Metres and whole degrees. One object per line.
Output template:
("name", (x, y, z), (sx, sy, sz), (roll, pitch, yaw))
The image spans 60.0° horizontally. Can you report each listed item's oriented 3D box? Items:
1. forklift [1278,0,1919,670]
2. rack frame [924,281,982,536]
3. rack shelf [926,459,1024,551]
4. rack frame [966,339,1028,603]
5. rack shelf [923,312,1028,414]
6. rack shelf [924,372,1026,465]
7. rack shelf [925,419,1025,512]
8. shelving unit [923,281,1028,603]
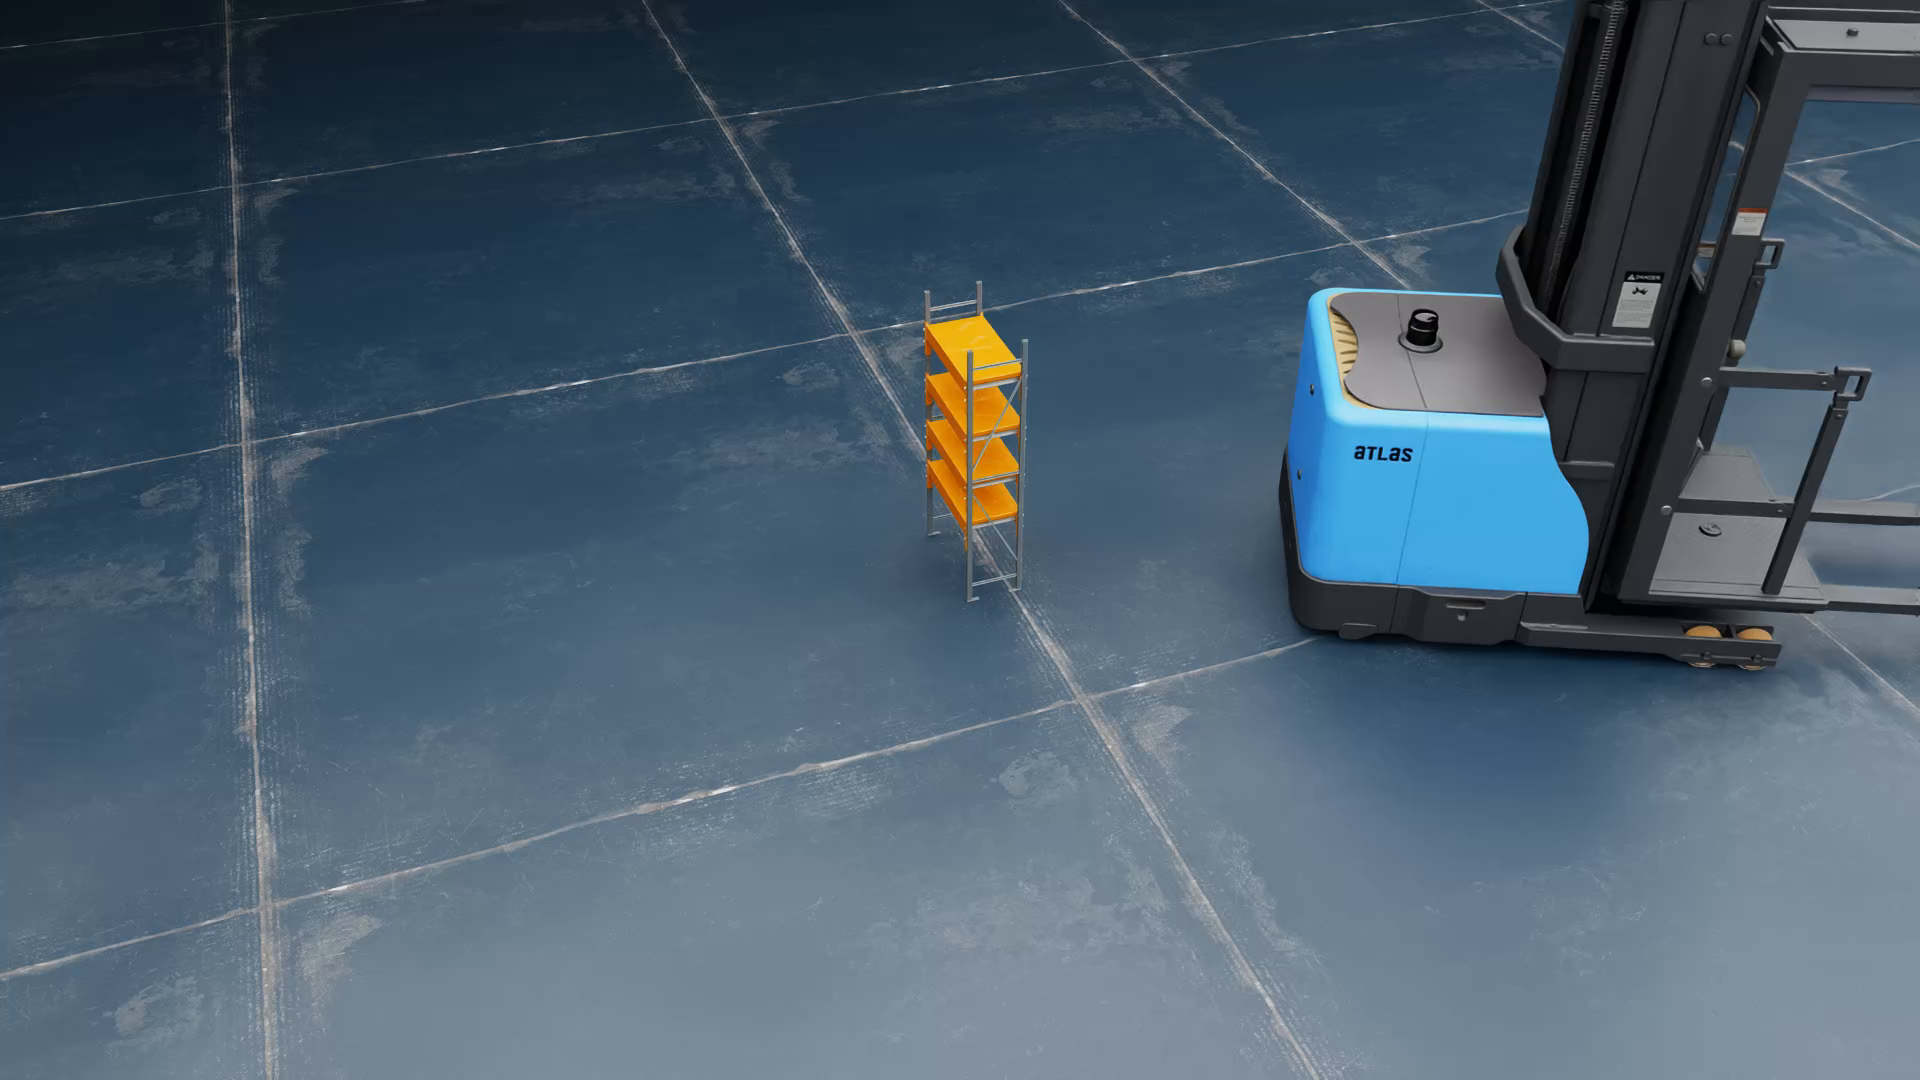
("forklift", (2.890, -0.993, 6.132), (3.031, 2.935, 1.130), (3, 37, 4))
("rack frame", (-0.027, -0.524, 6.948), (0.240, 1.200, 0.015), (-12, 39, -16))
("rack shelf", (0.057, -0.173, 6.925), (0.258, 0.148, 0.480), (-12, 39, -16))
("rack frame", (0.141, -0.248, 6.582), (0.240, 1.200, 0.015), (-12, 39, -16))
("rack shelf", (0.057, -0.700, 6.528), (0.258, 0.148, 0.480), (-12, 39, -16))
("rack shelf", (0.057, -0.511, 6.671), (0.258, 0.148, 0.480), (-12, 39, -16))
("rack shelf", (0.057, -0.332, 6.805), (0.258, 0.148, 0.480), (-12, 39, -16))
("shelving unit", (0.057, -0.386, 6.765), (0.258, 1.200, 0.503), (-12, 39, -16))
